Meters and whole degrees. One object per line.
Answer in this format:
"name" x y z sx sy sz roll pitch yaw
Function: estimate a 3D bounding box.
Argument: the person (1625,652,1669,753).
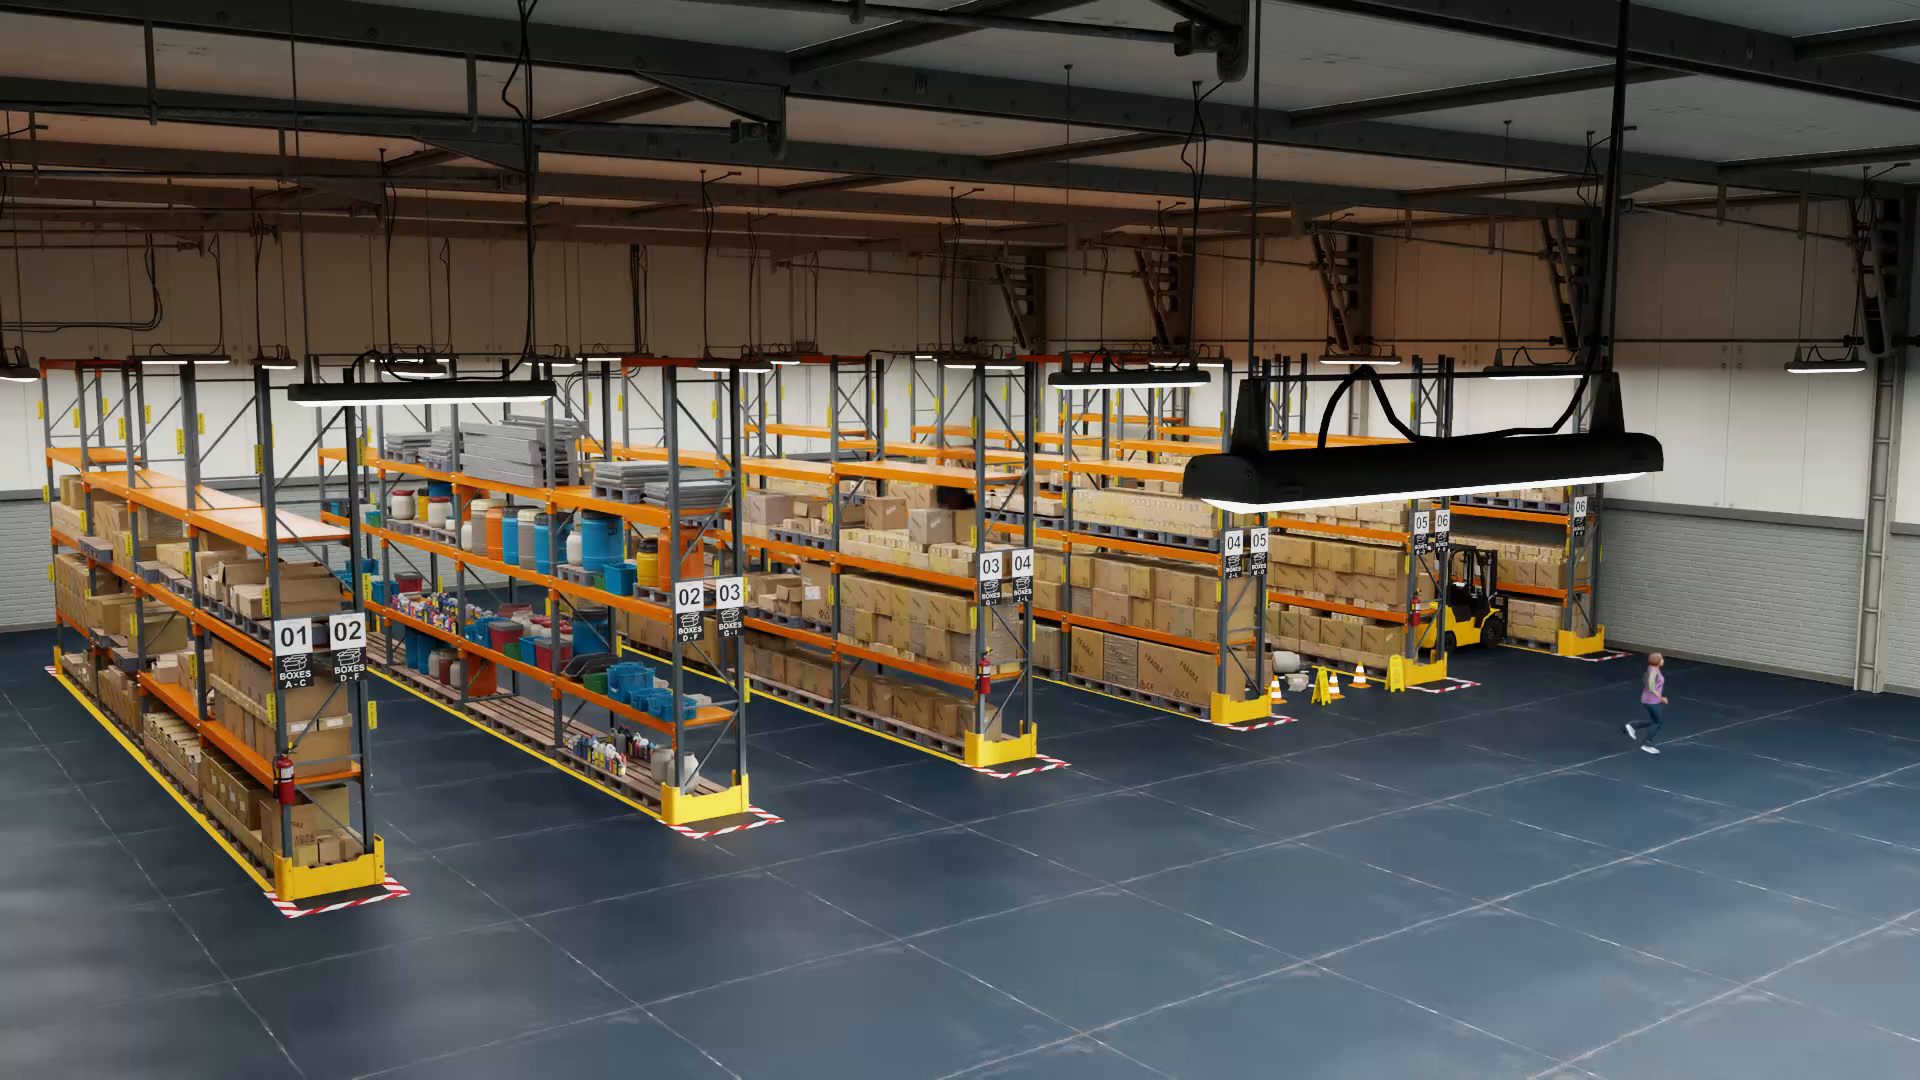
"person" 10.600 2.499 25.638 0.604 1.578 0.562 2 7 20

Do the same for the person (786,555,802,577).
"person" -3.512 1.165 36.168 0.661 1.691 0.544 -4 8 -31

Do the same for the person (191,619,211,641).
"person" -14.785 1.618 32.379 0.741 1.754 0.583 7 10 44

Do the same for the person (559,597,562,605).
"person" -9.037 0.780 38.926 0.995 1.773 0.677 -4 8 -28

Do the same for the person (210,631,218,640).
"person" -13.935 1.722 31.388 0.612 1.636 0.951 -7 10 -45
